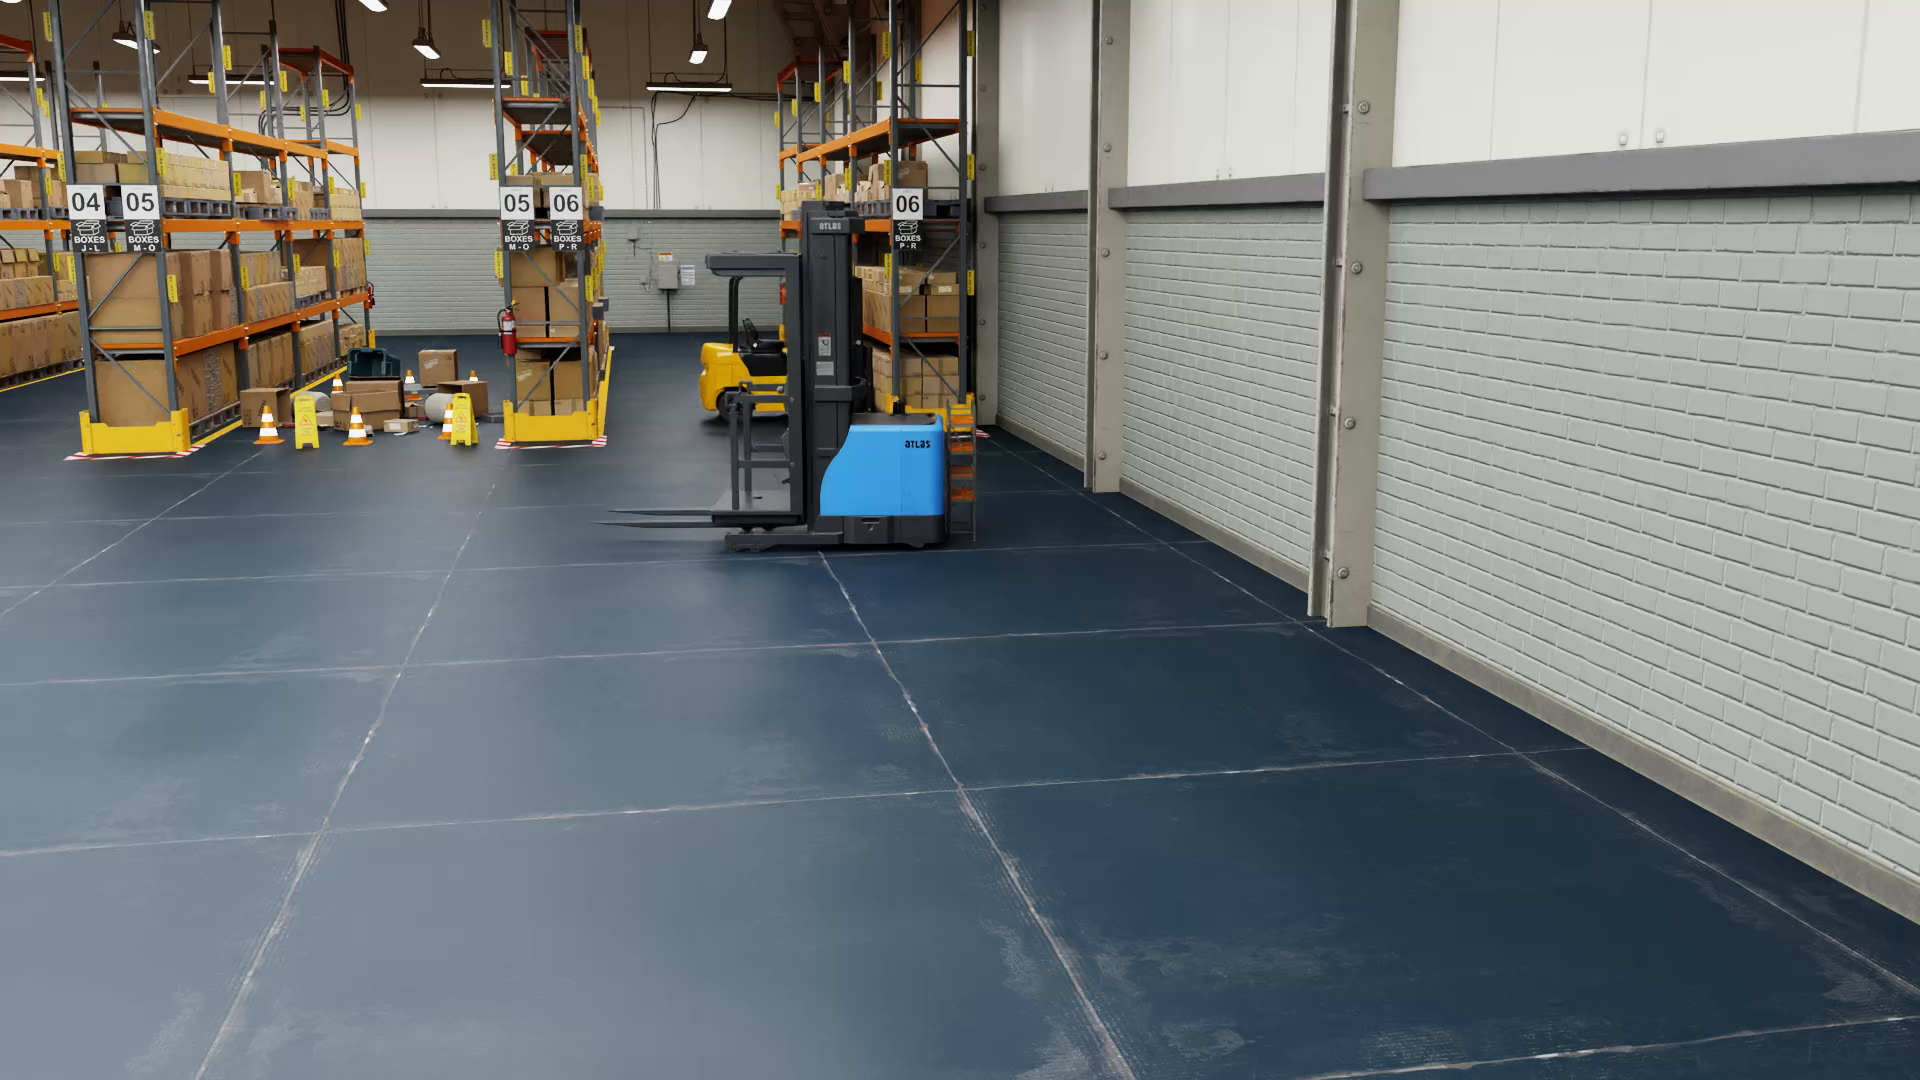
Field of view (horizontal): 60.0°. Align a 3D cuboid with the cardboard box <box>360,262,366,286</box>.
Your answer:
[{"bbox_3d":[-12.885,-5.628,35.178,0.500,0.500,0.500,-2,11,-10],"label":"cardboard box"}]

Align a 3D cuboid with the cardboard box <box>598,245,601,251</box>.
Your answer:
[{"bbox_3d":[-7.742,-5.887,34.660,0.500,0.500,0.500,-2,11,-11],"label":"cardboard box"}]

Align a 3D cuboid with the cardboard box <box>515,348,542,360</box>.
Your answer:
[{"bbox_3d":[-5.826,-2.514,22.374,0.380,0.149,0.250,-2,11,-9],"label":"cardboard box"}]

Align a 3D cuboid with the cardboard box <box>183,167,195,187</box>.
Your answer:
[{"bbox_3d":[-10.154,-4.656,21.327,0.500,0.250,0.500,-2,11,-11],"label":"cardboard box"}]

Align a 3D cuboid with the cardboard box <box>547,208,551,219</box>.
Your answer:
[{"bbox_3d":[-5.162,-4.237,21.585,0.380,0.149,0.250,-2,11,-13],"label":"cardboard box"}]

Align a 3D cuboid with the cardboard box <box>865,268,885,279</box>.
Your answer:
[{"bbox_3d":[-1.192,-3.940,24.578,0.380,0.149,0.250,-2,11,-12],"label":"cardboard box"}]

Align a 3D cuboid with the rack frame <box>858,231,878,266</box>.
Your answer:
[{"bbox_3d":[-1.965,-4.418,29.885,1.000,3.000,0.127,-2,11,-11],"label":"rack frame"}]

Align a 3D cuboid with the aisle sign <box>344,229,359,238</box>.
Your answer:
[{"bbox_3d":[-12.945,-6.807,35.483,0.394,0.787,0.004,-2,11,-11],"label":"aisle sign"}]

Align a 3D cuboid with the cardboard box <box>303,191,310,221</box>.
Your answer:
[{"bbox_3d":[-11.725,-5.858,29.162,0.500,0.500,0.500,-2,11,-11],"label":"cardboard box"}]

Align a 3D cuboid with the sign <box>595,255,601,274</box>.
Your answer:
[{"bbox_3d":[-6.302,-4.788,28.945,0.100,0.325,0.005,-2,11,-11],"label":"sign"}]

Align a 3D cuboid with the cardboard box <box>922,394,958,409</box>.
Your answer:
[{"bbox_3d":[-0.313,-1.903,22.905,0.500,0.250,0.500,-2,11,-11],"label":"cardboard box"}]

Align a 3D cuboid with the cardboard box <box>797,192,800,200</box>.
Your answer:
[{"bbox_3d":[-2.985,-6.738,32.538,0.380,0.149,0.250,-2,11,-12],"label":"cardboard box"}]

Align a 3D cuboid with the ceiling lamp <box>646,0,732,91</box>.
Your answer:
[{"bbox_3d":[-6.326,-12.107,38.625,2.000,3.185,0.800,-2,11,-11],"label":"ceiling lamp"}]

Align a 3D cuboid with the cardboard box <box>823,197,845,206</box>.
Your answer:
[{"bbox_3d":[-2.195,-5.957,29.184,0.380,0.166,0.250,-2,11,-11],"label":"cardboard box"}]

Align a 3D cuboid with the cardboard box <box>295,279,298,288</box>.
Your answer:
[{"bbox_3d":[-11.621,-4.413,28.611,0.380,0.149,0.250,-2,11,-8],"label":"cardboard box"}]

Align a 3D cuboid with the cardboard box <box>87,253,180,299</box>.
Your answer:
[{"bbox_3d":[-10.147,-3.244,20.431,0.875,0.550,0.550,-2,11,-11],"label":"cardboard box"}]

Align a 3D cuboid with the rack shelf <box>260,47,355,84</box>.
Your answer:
[{"bbox_3d":[-12.836,-9.365,32.867,1.077,0.370,4.000,-2,11,-11],"label":"rack shelf"}]

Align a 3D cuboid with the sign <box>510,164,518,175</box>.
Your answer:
[{"bbox_3d":[-6.599,-5.403,24.604,0.100,0.325,0.005,-2,11,-11],"label":"sign"}]

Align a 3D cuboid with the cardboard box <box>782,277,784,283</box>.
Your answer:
[{"bbox_3d":[-3.697,-5.865,37.091,0.500,0.250,0.500,-2,11,-11],"label":"cardboard box"}]

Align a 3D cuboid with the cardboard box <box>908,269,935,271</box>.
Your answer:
[{"bbox_3d":[-0.537,-3.819,23.939,0.380,0.149,0.250,-2,11,-11],"label":"cardboard box"}]

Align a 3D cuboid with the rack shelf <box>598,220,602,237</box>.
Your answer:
[{"bbox_3d":[-8.000,-6.457,34.502,1.077,0.370,4.000,-2,11,-11],"label":"rack shelf"}]

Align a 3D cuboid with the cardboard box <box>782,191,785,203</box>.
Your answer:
[{"bbox_3d":[-3.600,-7.492,36.284,0.500,0.250,0.500,-2,11,-11],"label":"cardboard box"}]

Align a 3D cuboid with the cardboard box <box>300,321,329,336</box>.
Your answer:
[{"bbox_3d":[-11.967,-3.896,30.701,0.500,0.250,0.500,-2,11,-8],"label":"cardboard box"}]

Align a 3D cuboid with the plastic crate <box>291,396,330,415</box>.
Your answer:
[{"bbox_3d":[-9.572,-1.967,24.376,0.450,0.188,0.662,-7,8,20],"label":"plastic crate"}]

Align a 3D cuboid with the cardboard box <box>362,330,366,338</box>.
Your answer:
[{"bbox_3d":[-12.842,-4.371,35.344,0.380,0.149,0.250,-2,11,-13],"label":"cardboard box"}]

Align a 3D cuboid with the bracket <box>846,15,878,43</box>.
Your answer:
[{"bbox_3d":[-1.757,-9.463,30.718,0.076,0.066,4.783,-2,11,-11],"label":"bracket"}]

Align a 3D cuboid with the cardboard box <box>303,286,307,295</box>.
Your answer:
[{"bbox_3d":[-11.771,-4.407,29.378,0.380,0.149,0.250,-2,11,-9],"label":"cardboard box"}]

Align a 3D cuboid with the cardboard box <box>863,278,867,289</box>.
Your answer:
[{"bbox_3d":[-1.228,-3.794,24.603,0.380,0.149,0.250,-2,11,-12],"label":"cardboard box"}]

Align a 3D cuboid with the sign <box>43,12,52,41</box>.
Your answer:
[{"bbox_3d":[-10.648,-5.999,19.435,0.100,0.325,0.005,-2,11,-11],"label":"sign"}]

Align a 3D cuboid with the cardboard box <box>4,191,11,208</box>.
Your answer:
[{"bbox_3d":[-17.207,-6.041,29.508,0.500,0.311,0.500,-3,11,-13],"label":"cardboard box"}]

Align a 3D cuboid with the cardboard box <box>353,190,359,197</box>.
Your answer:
[{"bbox_3d":[-12.872,-7.296,34.984,0.380,0.149,0.250,-2,11,-12],"label":"cardboard box"}]

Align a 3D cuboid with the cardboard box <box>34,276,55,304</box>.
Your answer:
[{"bbox_3d":[-16.973,-4.583,30.486,0.500,0.500,0.500,-2,11,-11],"label":"cardboard box"}]

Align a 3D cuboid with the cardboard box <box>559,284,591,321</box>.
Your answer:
[{"bbox_3d":[-5.201,-3.156,22.195,0.500,0.500,0.500,-2,11,-9],"label":"cardboard box"}]

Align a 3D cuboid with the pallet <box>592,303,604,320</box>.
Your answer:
[{"bbox_3d":[-6.061,-3.554,25.861,1.003,0.211,1.213,-2,11,-11],"label":"pallet"}]

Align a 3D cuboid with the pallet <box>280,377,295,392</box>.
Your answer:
[{"bbox_3d":[-11.589,-2.521,27.377,1.003,0.211,1.213,-2,11,-11],"label":"pallet"}]

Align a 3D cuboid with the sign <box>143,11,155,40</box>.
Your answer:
[{"bbox_3d":[-9.567,-6.074,19.618,0.100,0.325,0.005,-2,11,-11],"label":"sign"}]

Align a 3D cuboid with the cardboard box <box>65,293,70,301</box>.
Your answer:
[{"bbox_3d":[-17.114,-4.601,31.519,0.380,0.149,0.250,-2,11,-13],"label":"cardboard box"}]

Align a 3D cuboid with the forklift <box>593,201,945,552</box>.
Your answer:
[{"bbox_3d":[-1.647,-1.437,14.407,3.031,2.935,1.130,0,11,-1],"label":"forklift"}]

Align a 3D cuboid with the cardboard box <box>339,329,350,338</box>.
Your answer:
[{"bbox_3d":[-12.446,-4.134,33.306,0.380,0.149,0.250,-2,11,-10],"label":"cardboard box"}]

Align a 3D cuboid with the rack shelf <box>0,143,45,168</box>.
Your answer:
[{"bbox_3d":[-16.943,-6.640,28.511,1.077,0.370,4.000,-2,11,-11],"label":"rack shelf"}]

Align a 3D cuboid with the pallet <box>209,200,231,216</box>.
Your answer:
[{"bbox_3d":[-10.742,-4.584,22.973,1.003,0.211,1.213,-2,11,-11],"label":"pallet"}]

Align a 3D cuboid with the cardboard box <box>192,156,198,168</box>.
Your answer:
[{"bbox_3d":[-10.162,-4.921,21.655,0.380,0.149,0.250,-2,11,-10],"label":"cardboard box"}]

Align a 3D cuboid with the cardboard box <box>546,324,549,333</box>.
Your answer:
[{"bbox_3d":[-5.738,-2.895,22.557,0.380,0.149,0.250,-2,11,-10],"label":"cardboard box"}]

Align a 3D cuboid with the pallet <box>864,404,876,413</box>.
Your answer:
[{"bbox_3d":[-0.832,-1.943,24.339,1.003,0.211,1.213,-2,11,-11],"label":"pallet"}]

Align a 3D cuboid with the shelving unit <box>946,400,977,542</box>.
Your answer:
[{"bbox_3d":[0.010,-0.620,14.746,0.258,1.200,0.503,0,11,-2],"label":"shelving unit"}]

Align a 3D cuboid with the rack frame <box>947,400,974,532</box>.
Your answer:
[{"bbox_3d":[0.003,-0.666,14.985,0.240,1.200,0.015,0,11,-2],"label":"rack frame"}]

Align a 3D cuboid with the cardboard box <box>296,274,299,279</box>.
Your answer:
[{"bbox_3d":[-11.667,-4.599,28.796,0.380,0.149,0.250,-2,11,-11],"label":"cardboard box"}]

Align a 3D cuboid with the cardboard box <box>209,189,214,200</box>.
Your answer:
[{"bbox_3d":[-10.309,-4.669,22.461,0.380,0.149,0.250,-2,11,-10],"label":"cardboard box"}]

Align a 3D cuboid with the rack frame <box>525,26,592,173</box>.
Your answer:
[{"bbox_3d":[-6.833,-7.184,28.372,1.000,3.000,0.127,-2,11,-11],"label":"rack frame"}]

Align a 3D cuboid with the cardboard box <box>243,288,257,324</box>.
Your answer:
[{"bbox_3d":[-10.729,-3.460,24.584,0.500,0.500,0.500,-2,11,-10],"label":"cardboard box"}]

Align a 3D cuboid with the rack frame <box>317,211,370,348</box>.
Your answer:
[{"bbox_3d":[-13.225,-5.505,35.599,1.000,3.000,0.127,-2,11,-11],"label":"rack frame"}]

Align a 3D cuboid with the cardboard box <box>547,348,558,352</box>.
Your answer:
[{"bbox_3d":[-6.089,-2.511,24.093,0.500,0.500,0.500,-2,11,-9],"label":"cardboard box"}]

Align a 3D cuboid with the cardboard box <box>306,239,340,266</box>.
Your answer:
[{"bbox_3d":[-12.296,-5.550,32.095,0.500,0.500,0.500,-2,11,-10],"label":"cardboard box"}]

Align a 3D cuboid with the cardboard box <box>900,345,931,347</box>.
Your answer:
[{"bbox_3d":[-0.703,-2.762,24.742,0.500,0.250,0.500,-2,11,-11],"label":"cardboard box"}]

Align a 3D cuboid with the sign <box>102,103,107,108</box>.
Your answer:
[{"bbox_3d":[-17.575,-8.805,34.183,0.100,0.325,0.005,-2,11,-11],"label":"sign"}]
